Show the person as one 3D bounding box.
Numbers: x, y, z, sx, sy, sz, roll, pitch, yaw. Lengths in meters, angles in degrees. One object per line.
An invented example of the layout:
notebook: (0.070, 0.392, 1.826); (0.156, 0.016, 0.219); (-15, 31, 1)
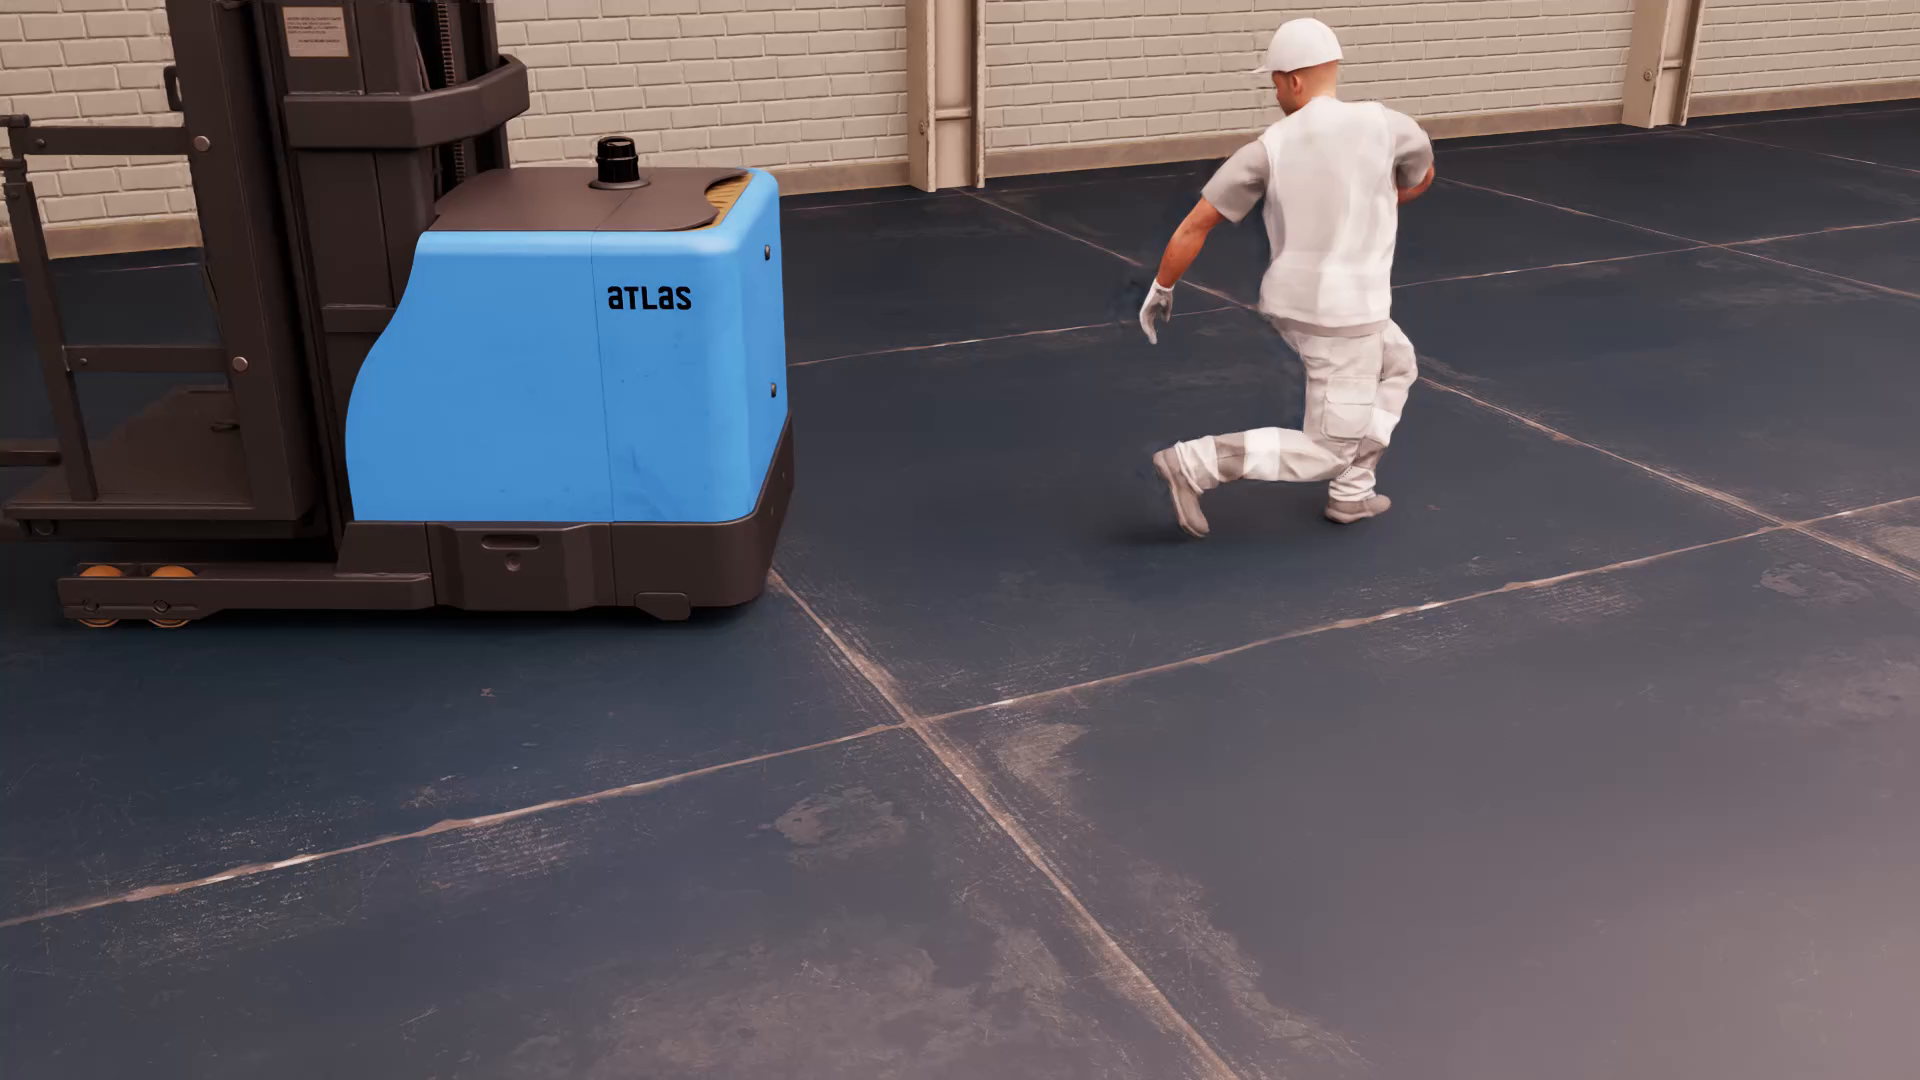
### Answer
person: (0.989, -0.756, 4.993); (0.928, 1.540, 0.670); (-14, 26, -30)

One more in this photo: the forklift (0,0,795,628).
forklift: (-2.054, -1.316, 4.454); (3.031, 2.935, 1.130); (0, 23, 1)
